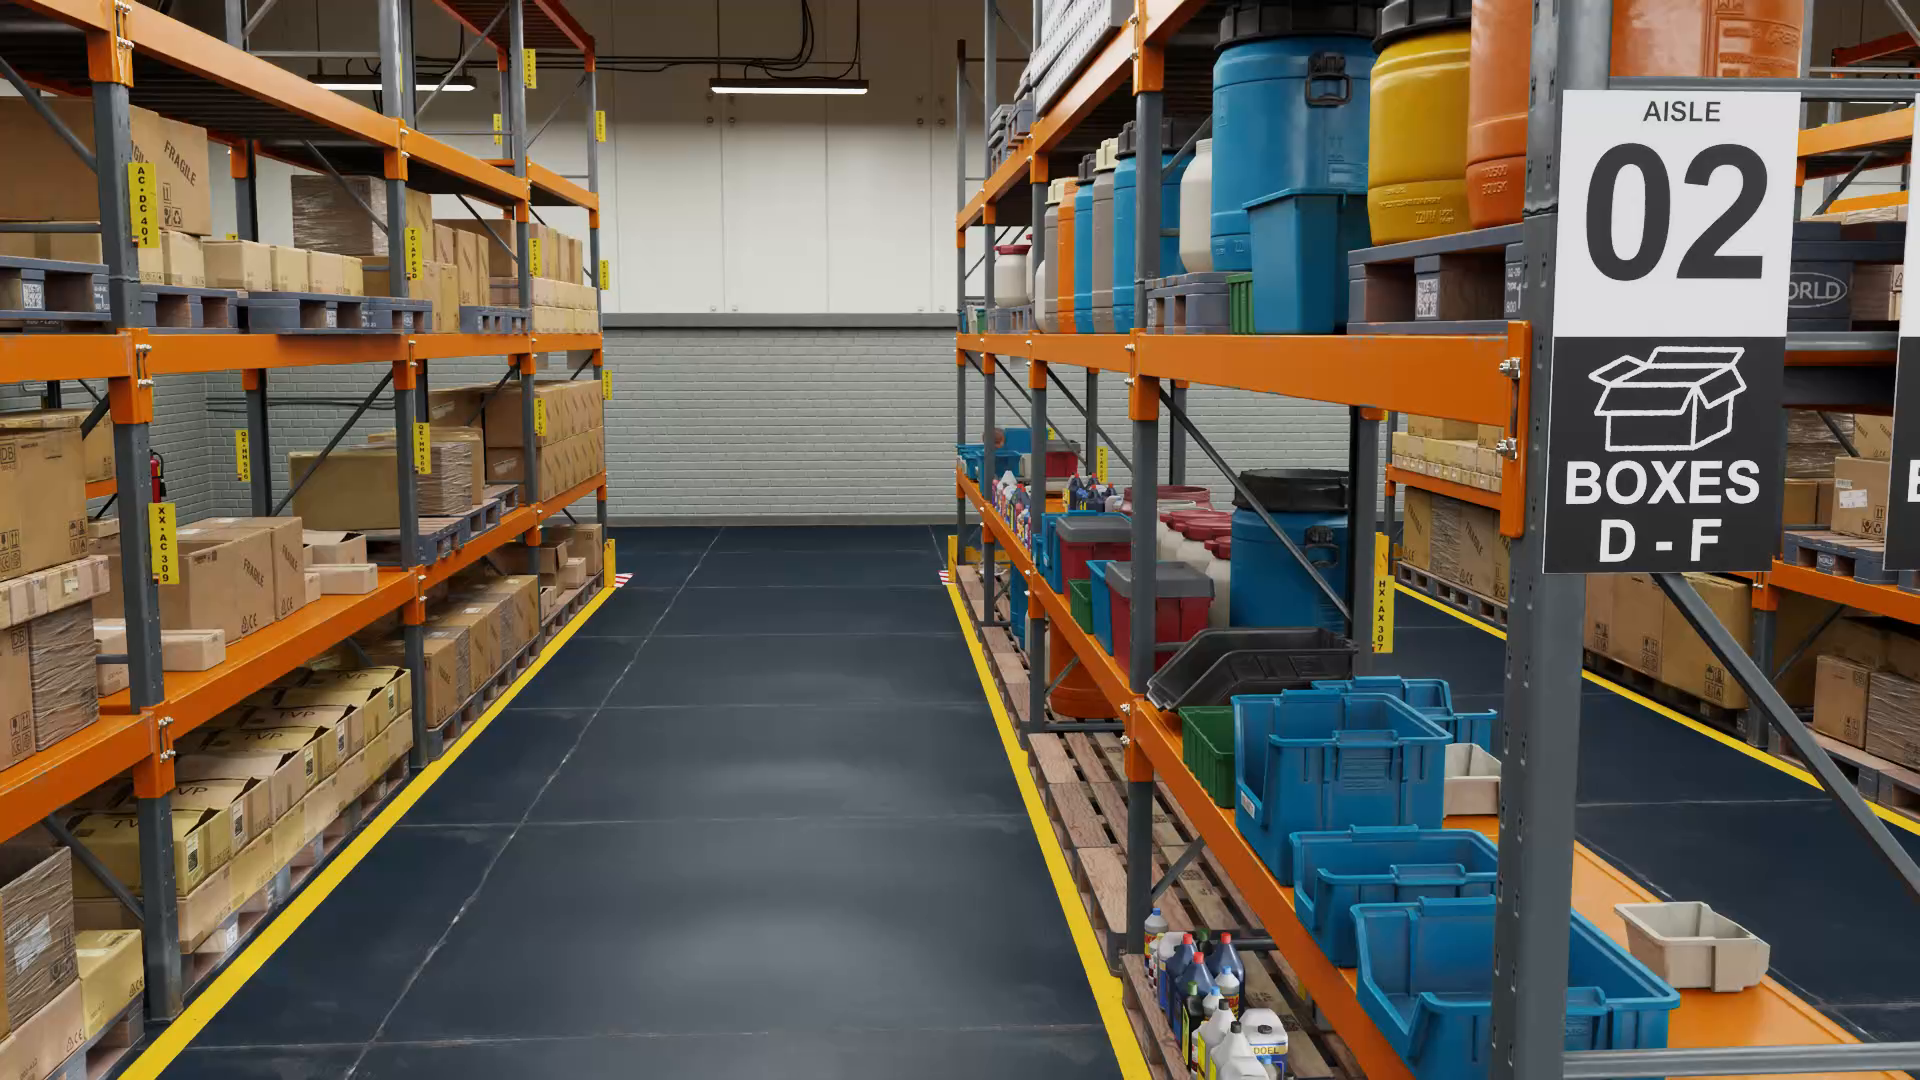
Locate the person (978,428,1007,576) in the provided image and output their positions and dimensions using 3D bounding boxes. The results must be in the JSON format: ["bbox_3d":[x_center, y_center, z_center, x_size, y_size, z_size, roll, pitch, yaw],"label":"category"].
[{"bbox_3d":[0.356,-0.416,18.059,0.302,1.578,0.408,1,7,10],"label":"person"}]
